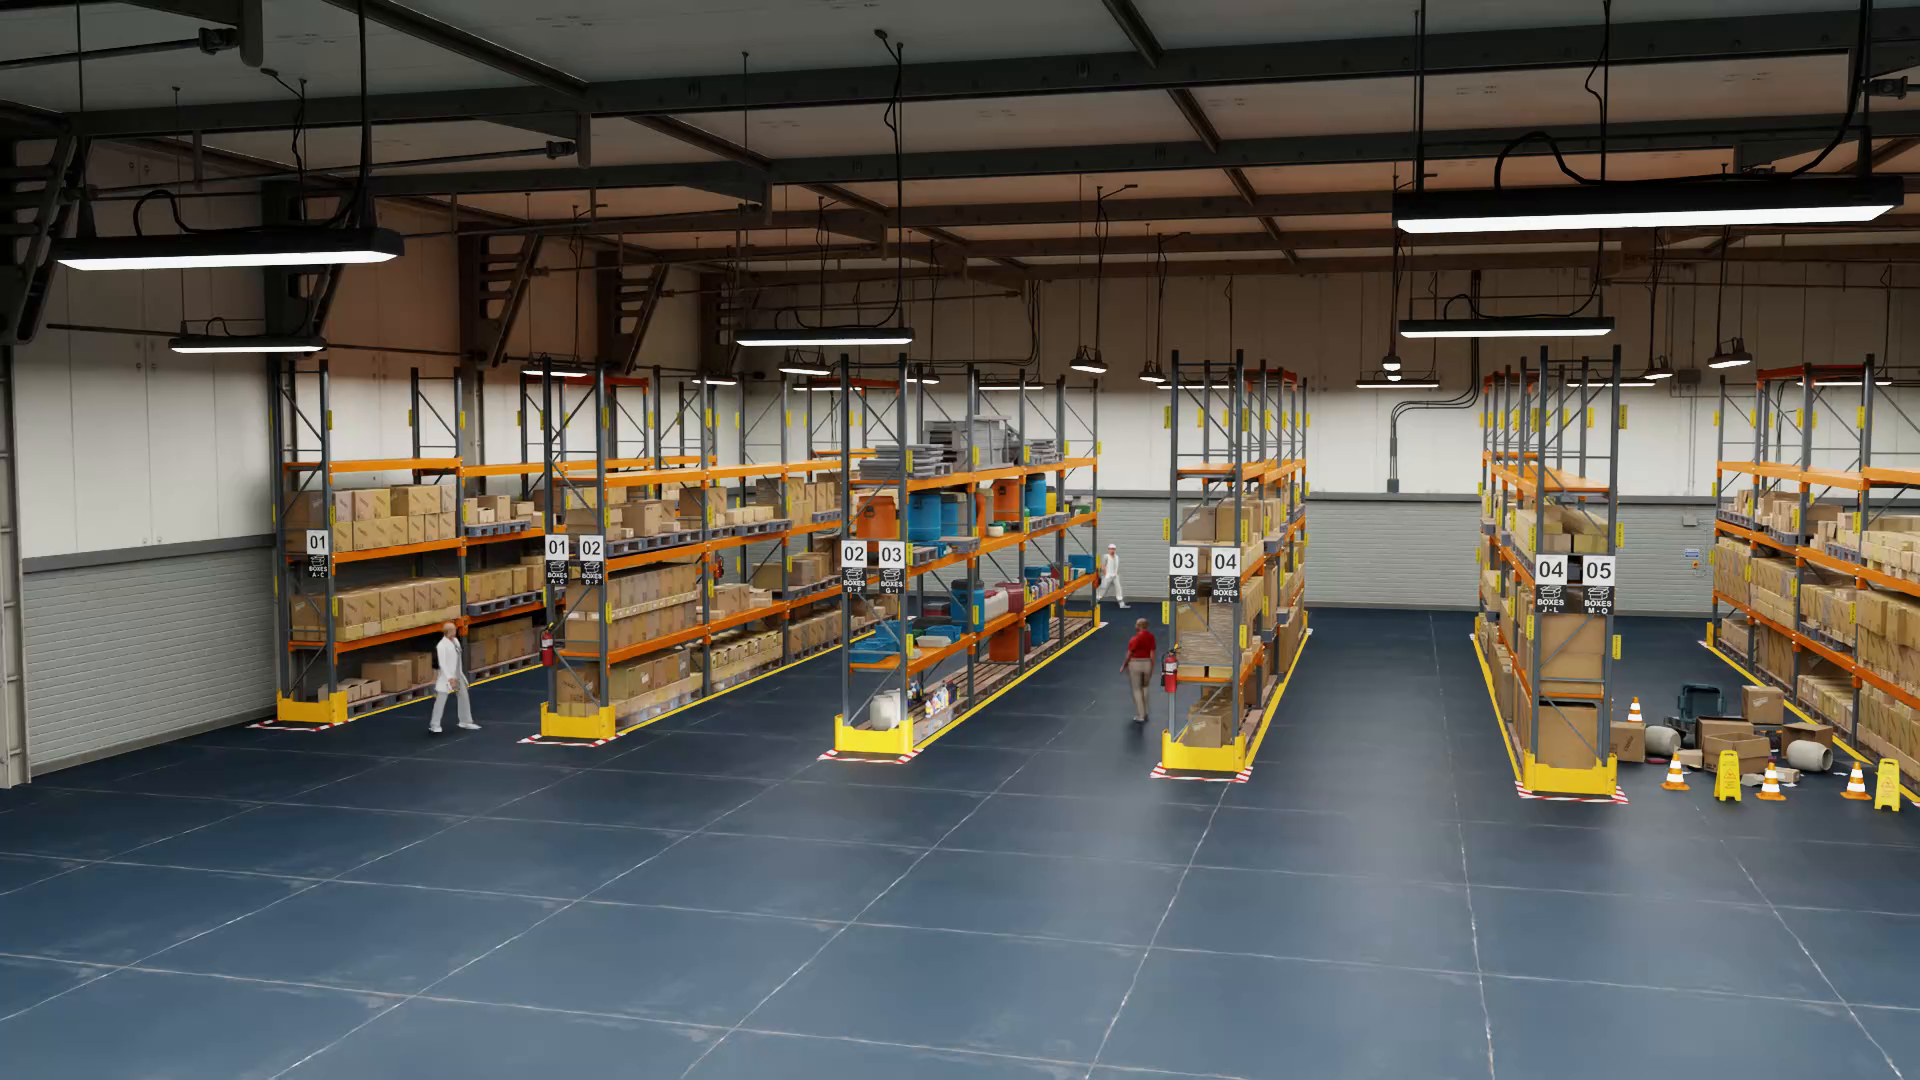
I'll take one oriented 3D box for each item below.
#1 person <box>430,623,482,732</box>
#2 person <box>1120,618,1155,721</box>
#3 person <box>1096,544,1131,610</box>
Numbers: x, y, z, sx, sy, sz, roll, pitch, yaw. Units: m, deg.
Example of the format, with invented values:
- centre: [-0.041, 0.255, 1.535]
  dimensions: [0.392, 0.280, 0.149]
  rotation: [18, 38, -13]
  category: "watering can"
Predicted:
- centre: [-8.188, 2.217, 26.786]
  dimensions: [0.636, 1.805, 0.729]
  rotation: [2, 4, 21]
  category: "person"
- centre: [2.975, 2.191, 27.670]
  dimensions: [0.586, 1.800, 0.538]
  rotation: [-2, 4, -24]
  category: "person"
- centre: [4.031, 0.972, 44.071]
  dimensions: [1.052, 1.751, 0.687]
  rotation: [3, 5, 34]
  category: "person"
